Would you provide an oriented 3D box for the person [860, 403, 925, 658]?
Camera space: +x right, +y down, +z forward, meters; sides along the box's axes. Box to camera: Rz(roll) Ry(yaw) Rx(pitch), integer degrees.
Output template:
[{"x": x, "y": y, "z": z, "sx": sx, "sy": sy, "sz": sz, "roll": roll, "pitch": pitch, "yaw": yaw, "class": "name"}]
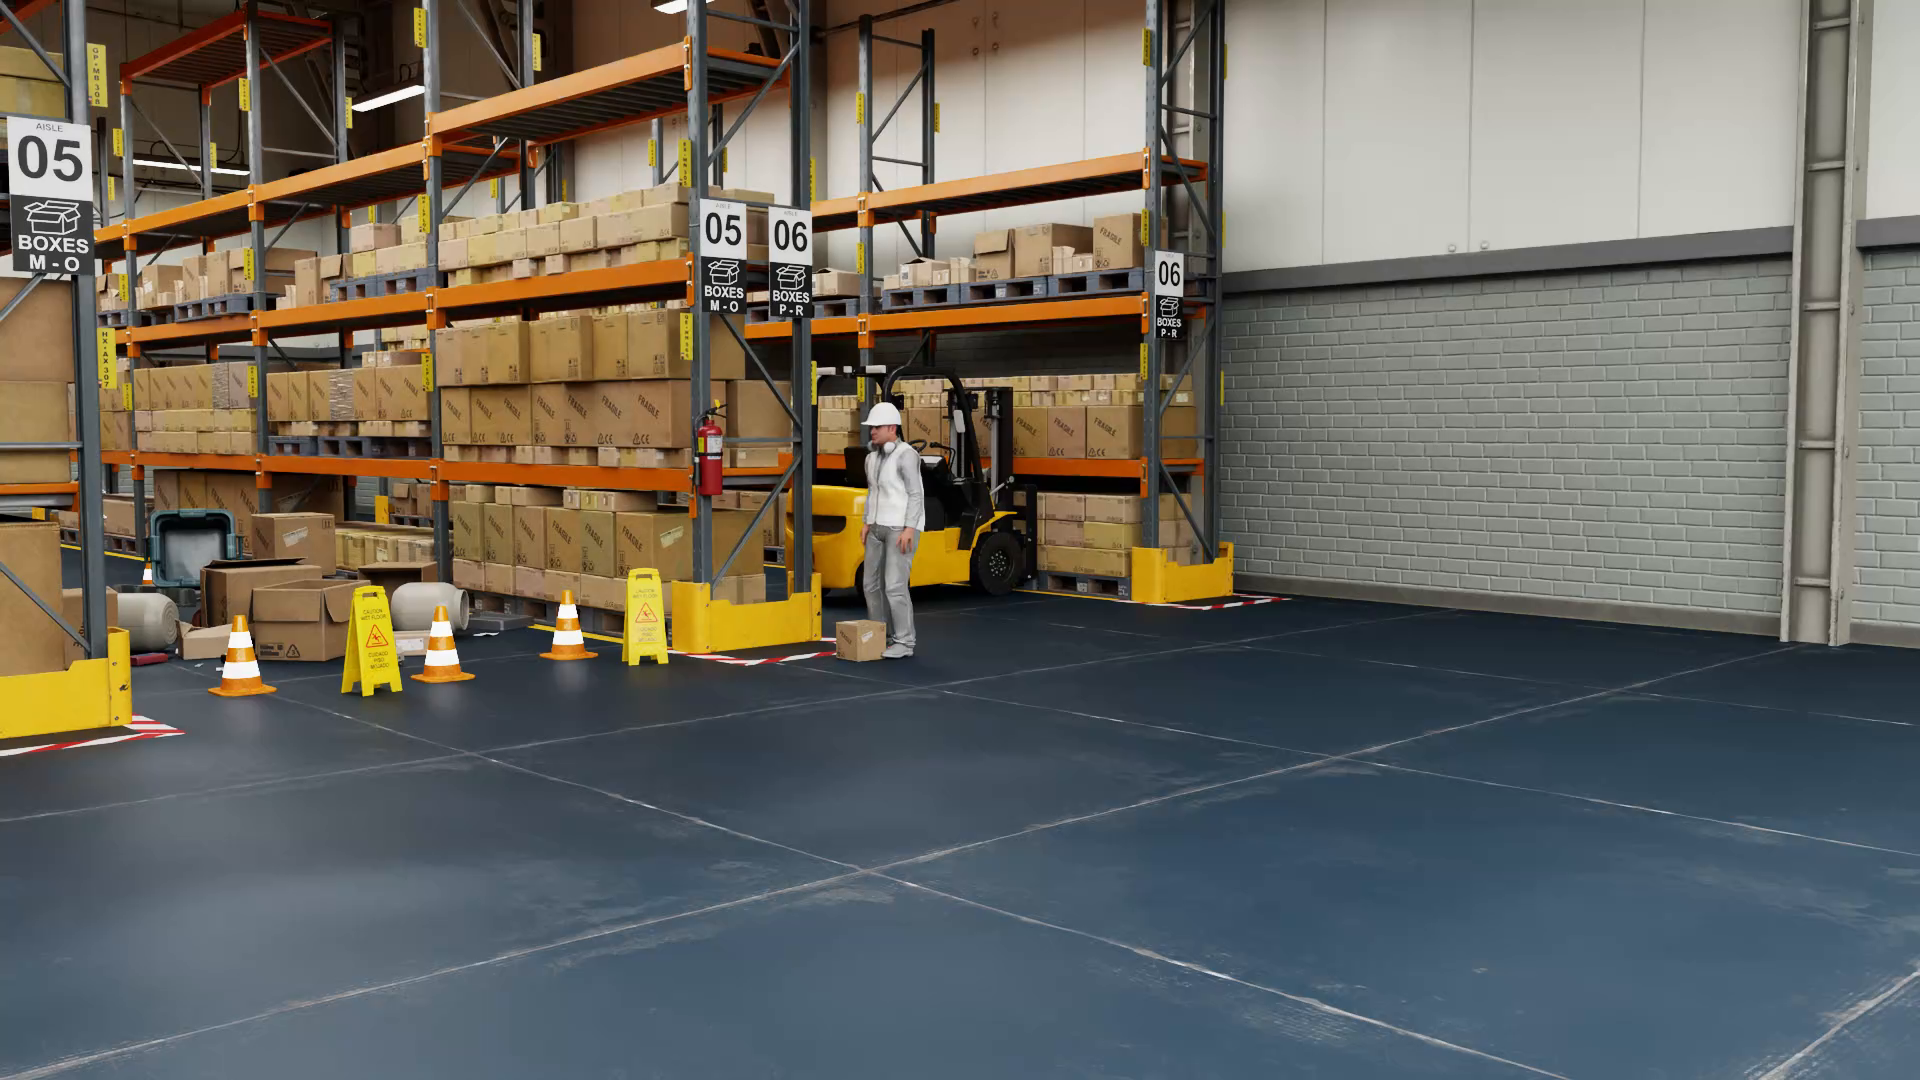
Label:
[{"x": -0.492, "y": -0.073, "z": 11.661, "sx": 0.463, "sy": 1.770, "sz": 0.578, "roll": -3, "pitch": 5, "yaw": -39, "class": "person"}]
